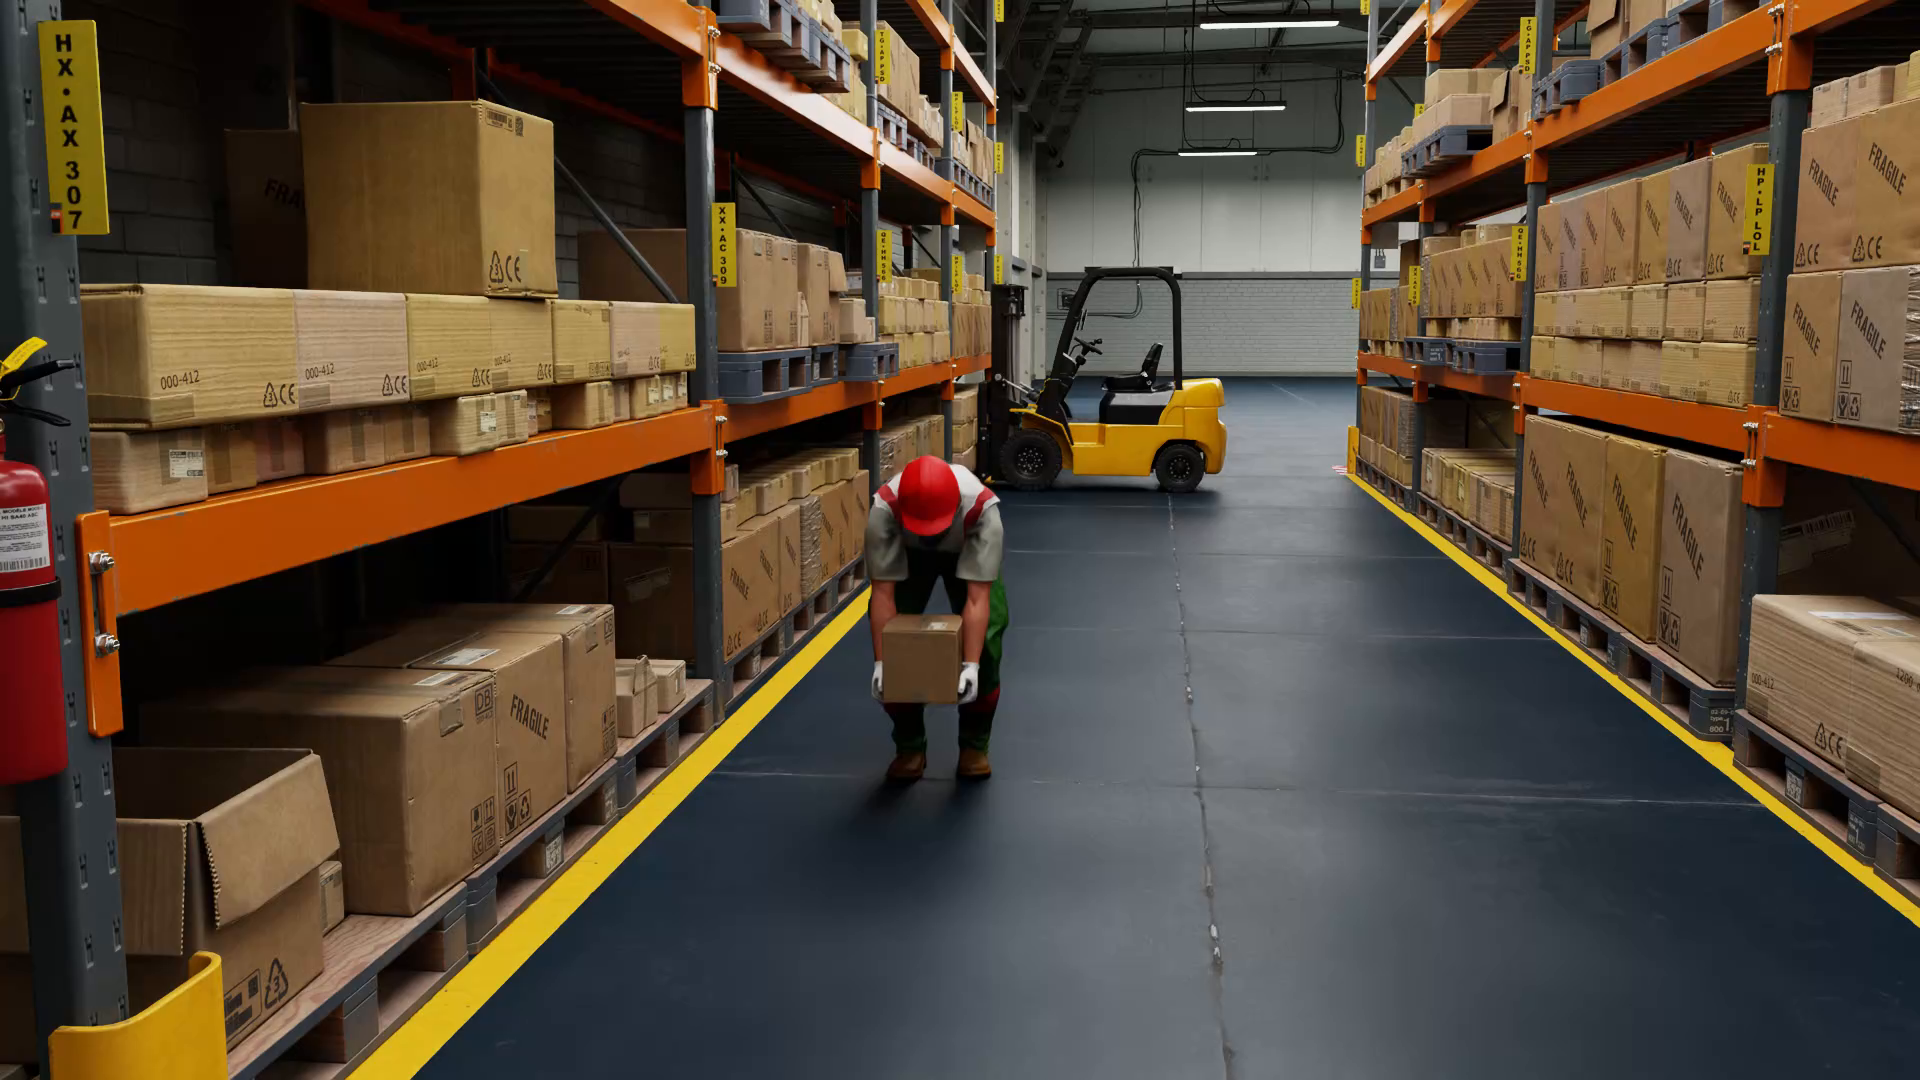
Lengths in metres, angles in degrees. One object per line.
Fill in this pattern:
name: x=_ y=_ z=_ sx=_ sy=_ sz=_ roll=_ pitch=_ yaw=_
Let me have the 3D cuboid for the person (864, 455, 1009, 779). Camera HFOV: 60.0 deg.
person: x=-0.086 y=0.274 z=5.838 sx=0.508 sy=1.204 sz=0.940 roll=1 pitch=8 yaw=4
